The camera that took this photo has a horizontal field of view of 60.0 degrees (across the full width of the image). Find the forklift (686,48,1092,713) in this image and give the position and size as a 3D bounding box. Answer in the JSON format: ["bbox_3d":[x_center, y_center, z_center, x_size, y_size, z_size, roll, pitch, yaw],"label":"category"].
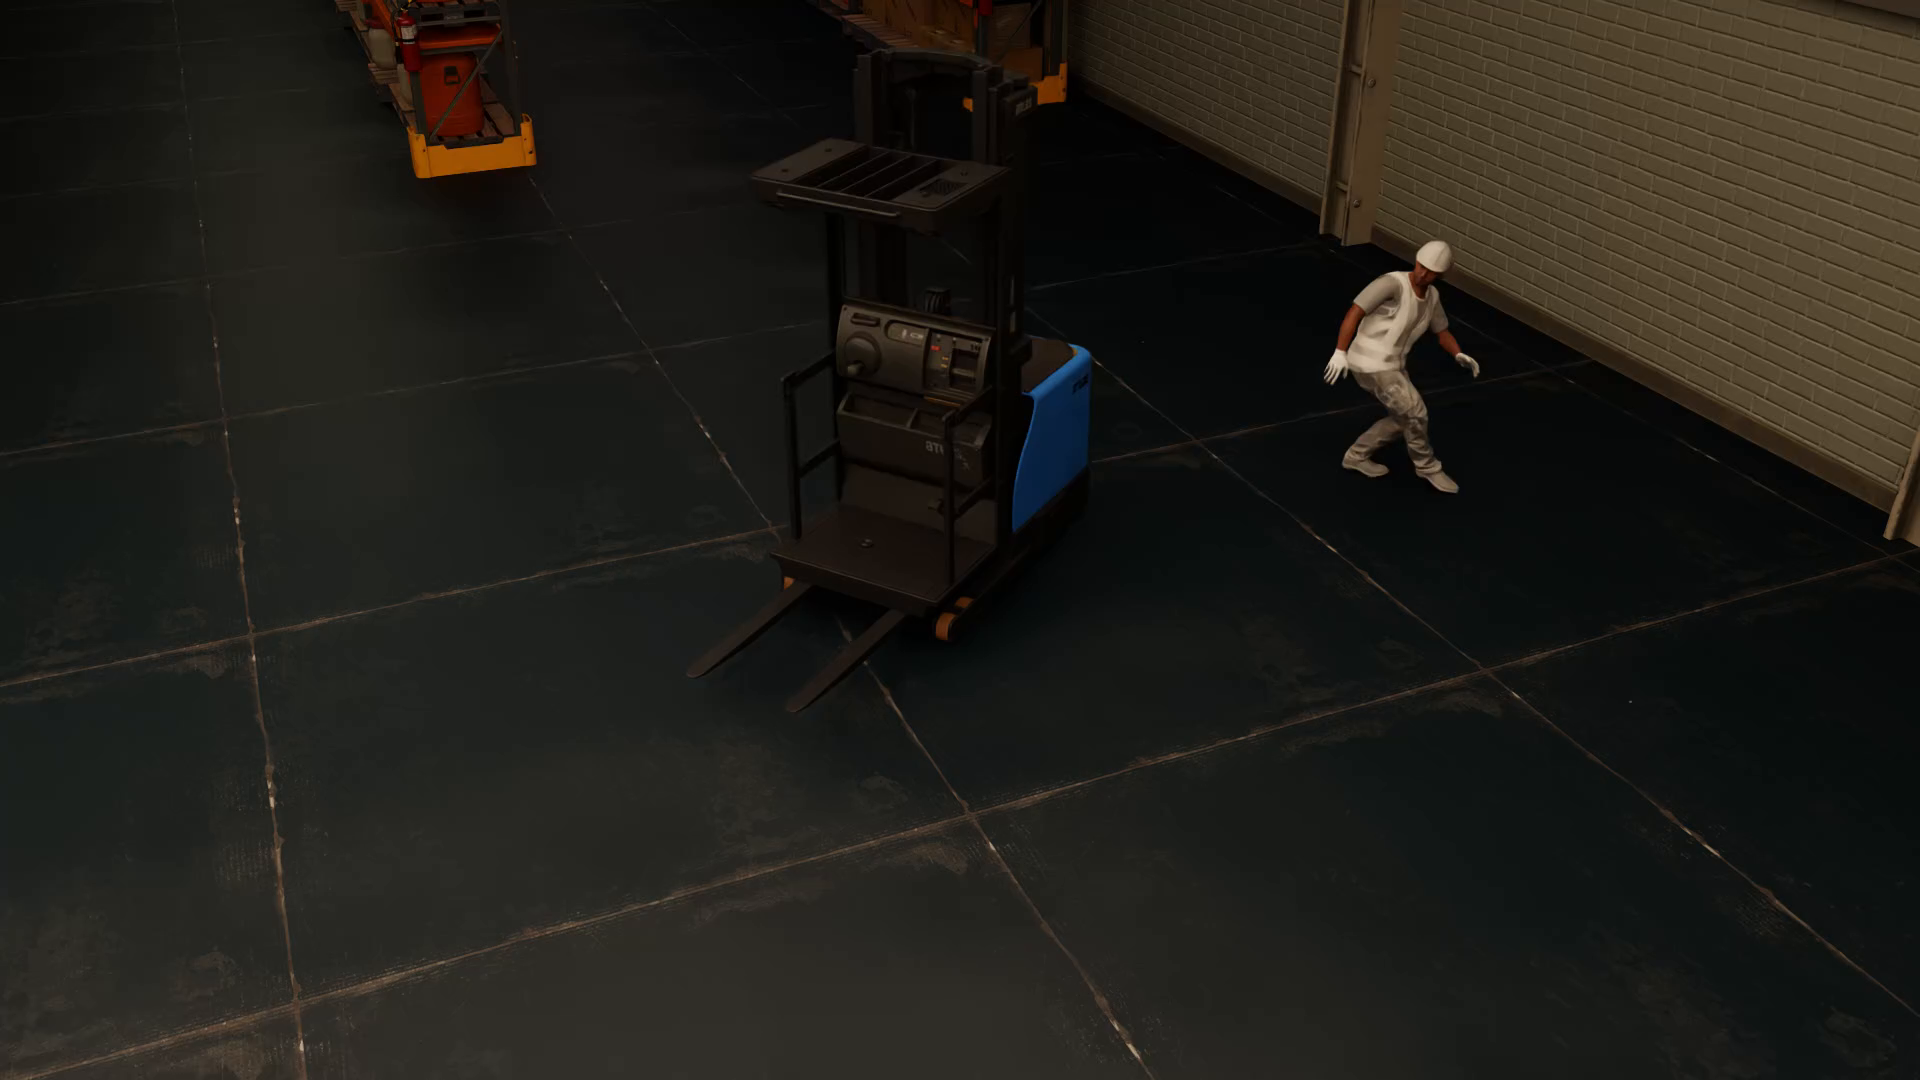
[{"bbox_3d":[-0.359,-0.969,8.814,1.130,2.935,3.031,16,33,25],"label":"forklift"}]

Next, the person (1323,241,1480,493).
[{"bbox_3d":[2.763,-1.036,10.256,0.823,1.609,0.800,20,35,30],"label":"person"}]
